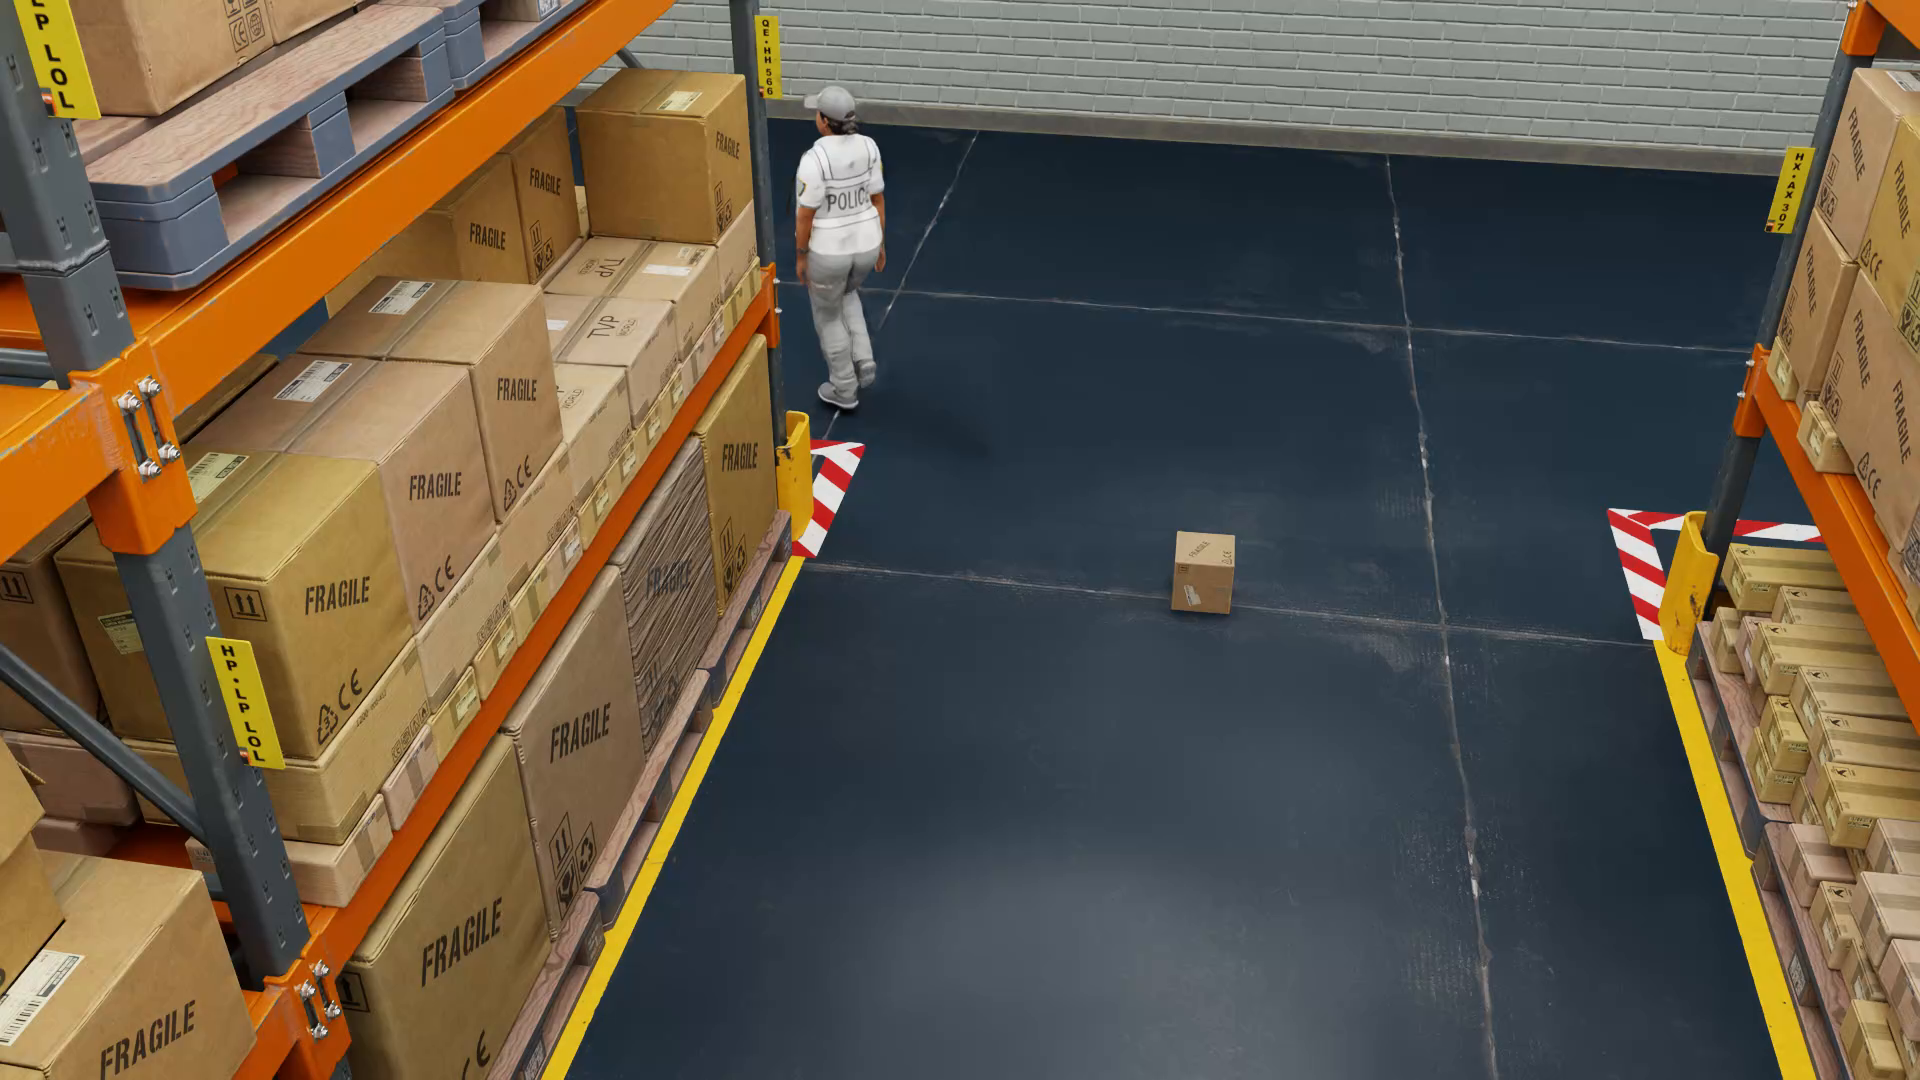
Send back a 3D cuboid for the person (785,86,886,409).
[{"bbox_3d":[-0.644,-1.463,8.400,0.485,1.690,0.468,-25,40,-34],"label":"person"}]
